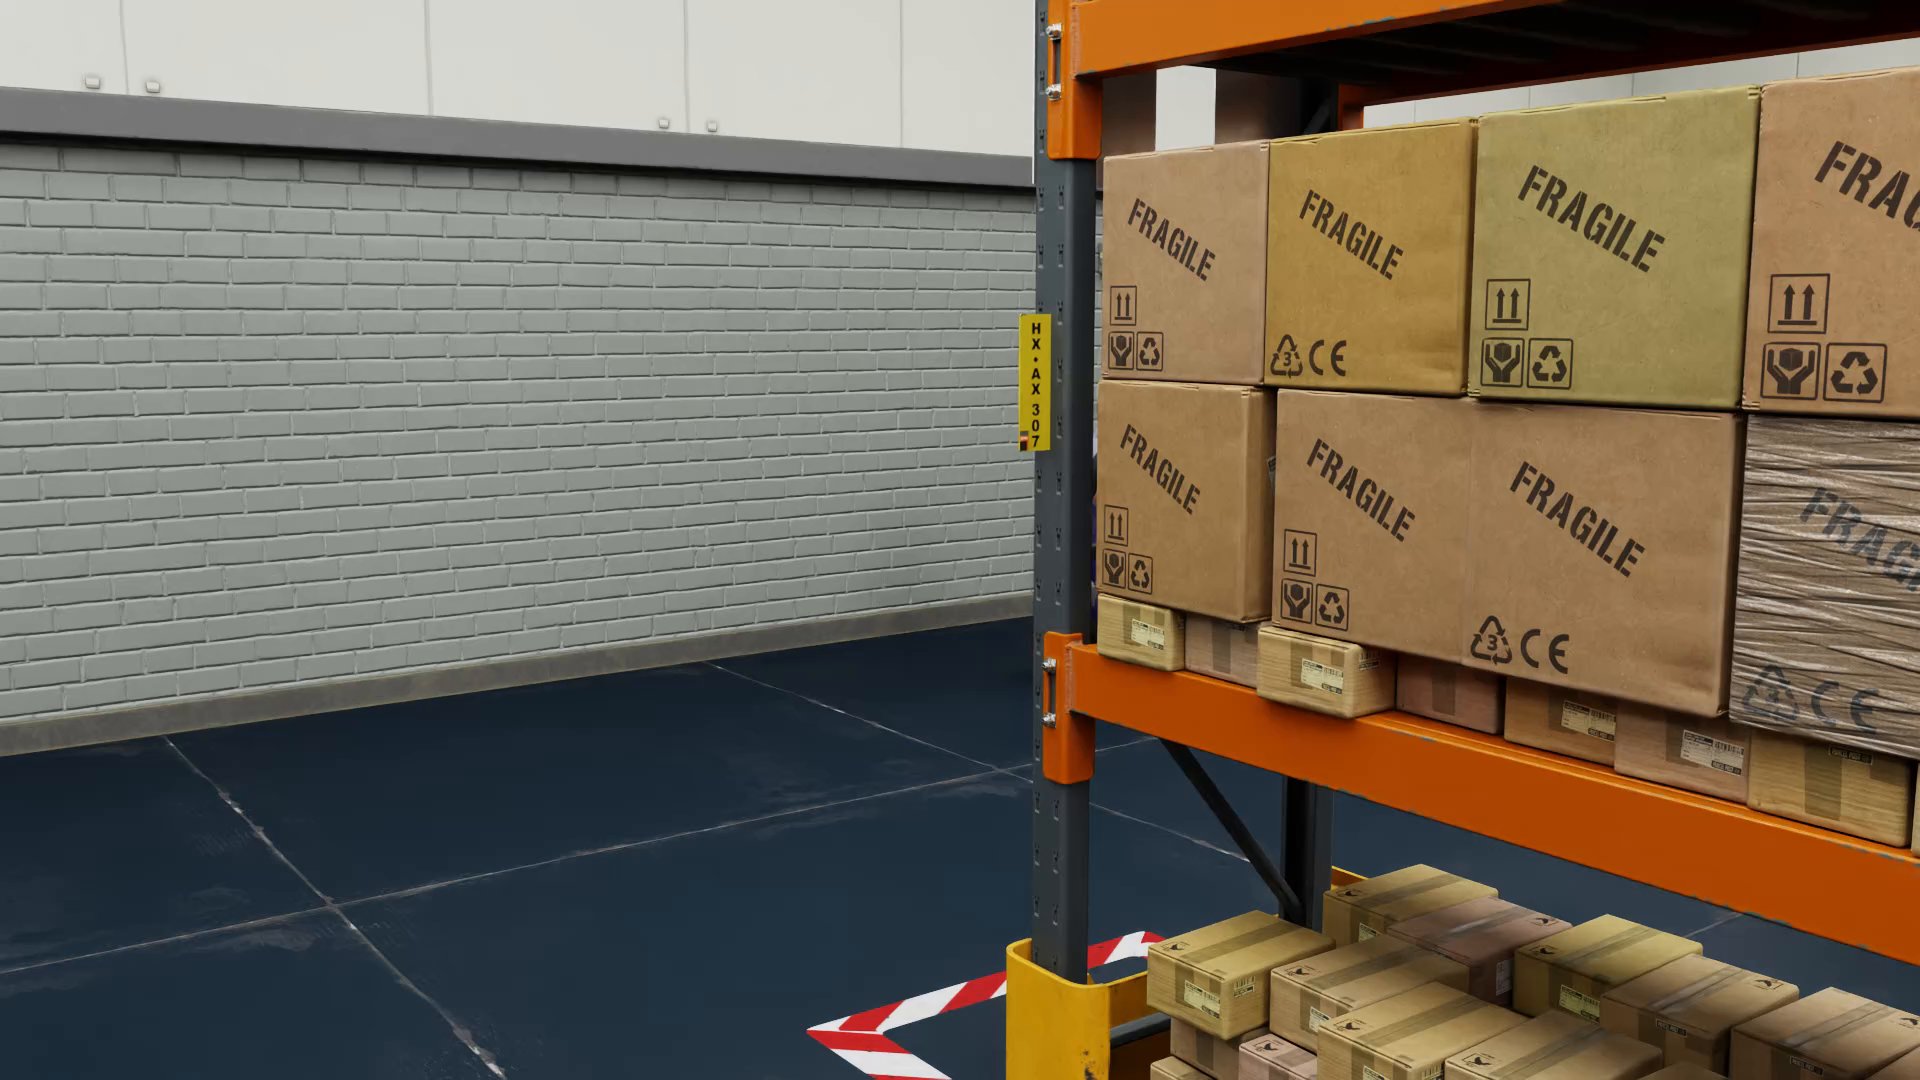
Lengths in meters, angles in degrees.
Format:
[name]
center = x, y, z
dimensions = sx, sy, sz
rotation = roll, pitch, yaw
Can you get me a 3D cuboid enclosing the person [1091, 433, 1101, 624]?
[person]
center = 0.862, 0.009, 9.469
dimensions = 0.426, 1.701, 0.536
rotation = 4, 9, 27
